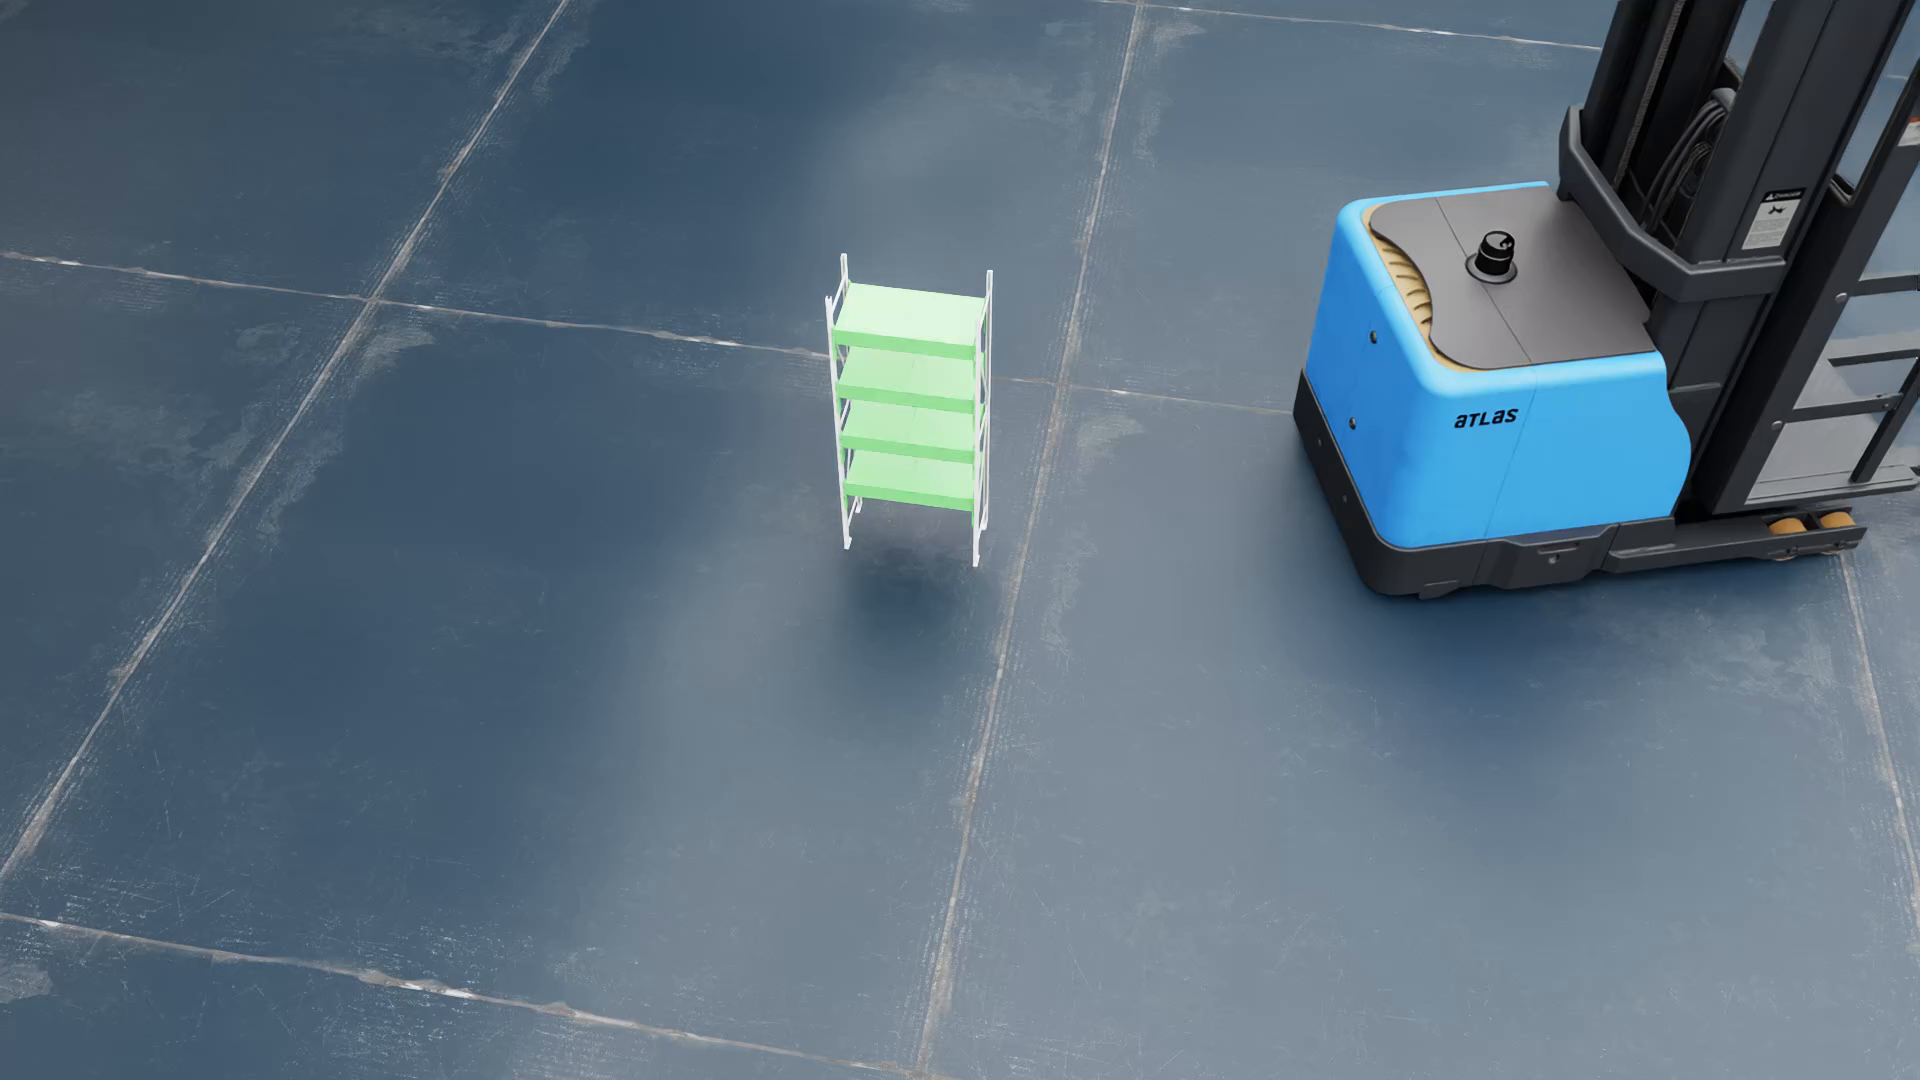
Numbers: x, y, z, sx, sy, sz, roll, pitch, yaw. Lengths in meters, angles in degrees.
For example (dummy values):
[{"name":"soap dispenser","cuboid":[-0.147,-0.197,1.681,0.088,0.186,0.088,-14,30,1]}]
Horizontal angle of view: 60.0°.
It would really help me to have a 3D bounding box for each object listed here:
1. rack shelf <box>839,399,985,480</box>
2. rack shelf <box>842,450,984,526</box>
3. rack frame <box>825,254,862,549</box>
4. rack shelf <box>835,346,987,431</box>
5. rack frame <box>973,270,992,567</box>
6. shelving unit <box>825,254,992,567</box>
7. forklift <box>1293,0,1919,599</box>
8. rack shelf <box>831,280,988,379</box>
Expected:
[{"name":"rack shelf","cuboid":[-0.163,-0.380,5.871,0.480,0.148,0.258,8,49,7]},{"name":"rack shelf","cuboid":[-0.163,-0.220,6.049,0.480,0.148,0.258,8,49,7]},{"name":"rack frame","cuboid":[-0.403,-0.455,5.852,0.015,1.200,0.240,8,49,7]},{"name":"rack shelf","cuboid":[-0.163,-0.541,5.692,0.480,0.148,0.258,8,49,7]},{"name":"rack frame","cuboid":[0.077,-0.391,5.794,0.015,1.200,0.240,8,49,7]},{"name":"shelving unit","cuboid":[-0.163,-0.423,5.823,0.503,1.200,0.258,8,49,7]},{"name":"forklift","cuboid":[2.885,-1.286,5.435,3.031,2.935,1.130,-7,48,-6]},{"name":"rack shelf","cuboid":[-0.163,-0.701,5.514,0.480,0.148,0.258,8,49,7]}]
